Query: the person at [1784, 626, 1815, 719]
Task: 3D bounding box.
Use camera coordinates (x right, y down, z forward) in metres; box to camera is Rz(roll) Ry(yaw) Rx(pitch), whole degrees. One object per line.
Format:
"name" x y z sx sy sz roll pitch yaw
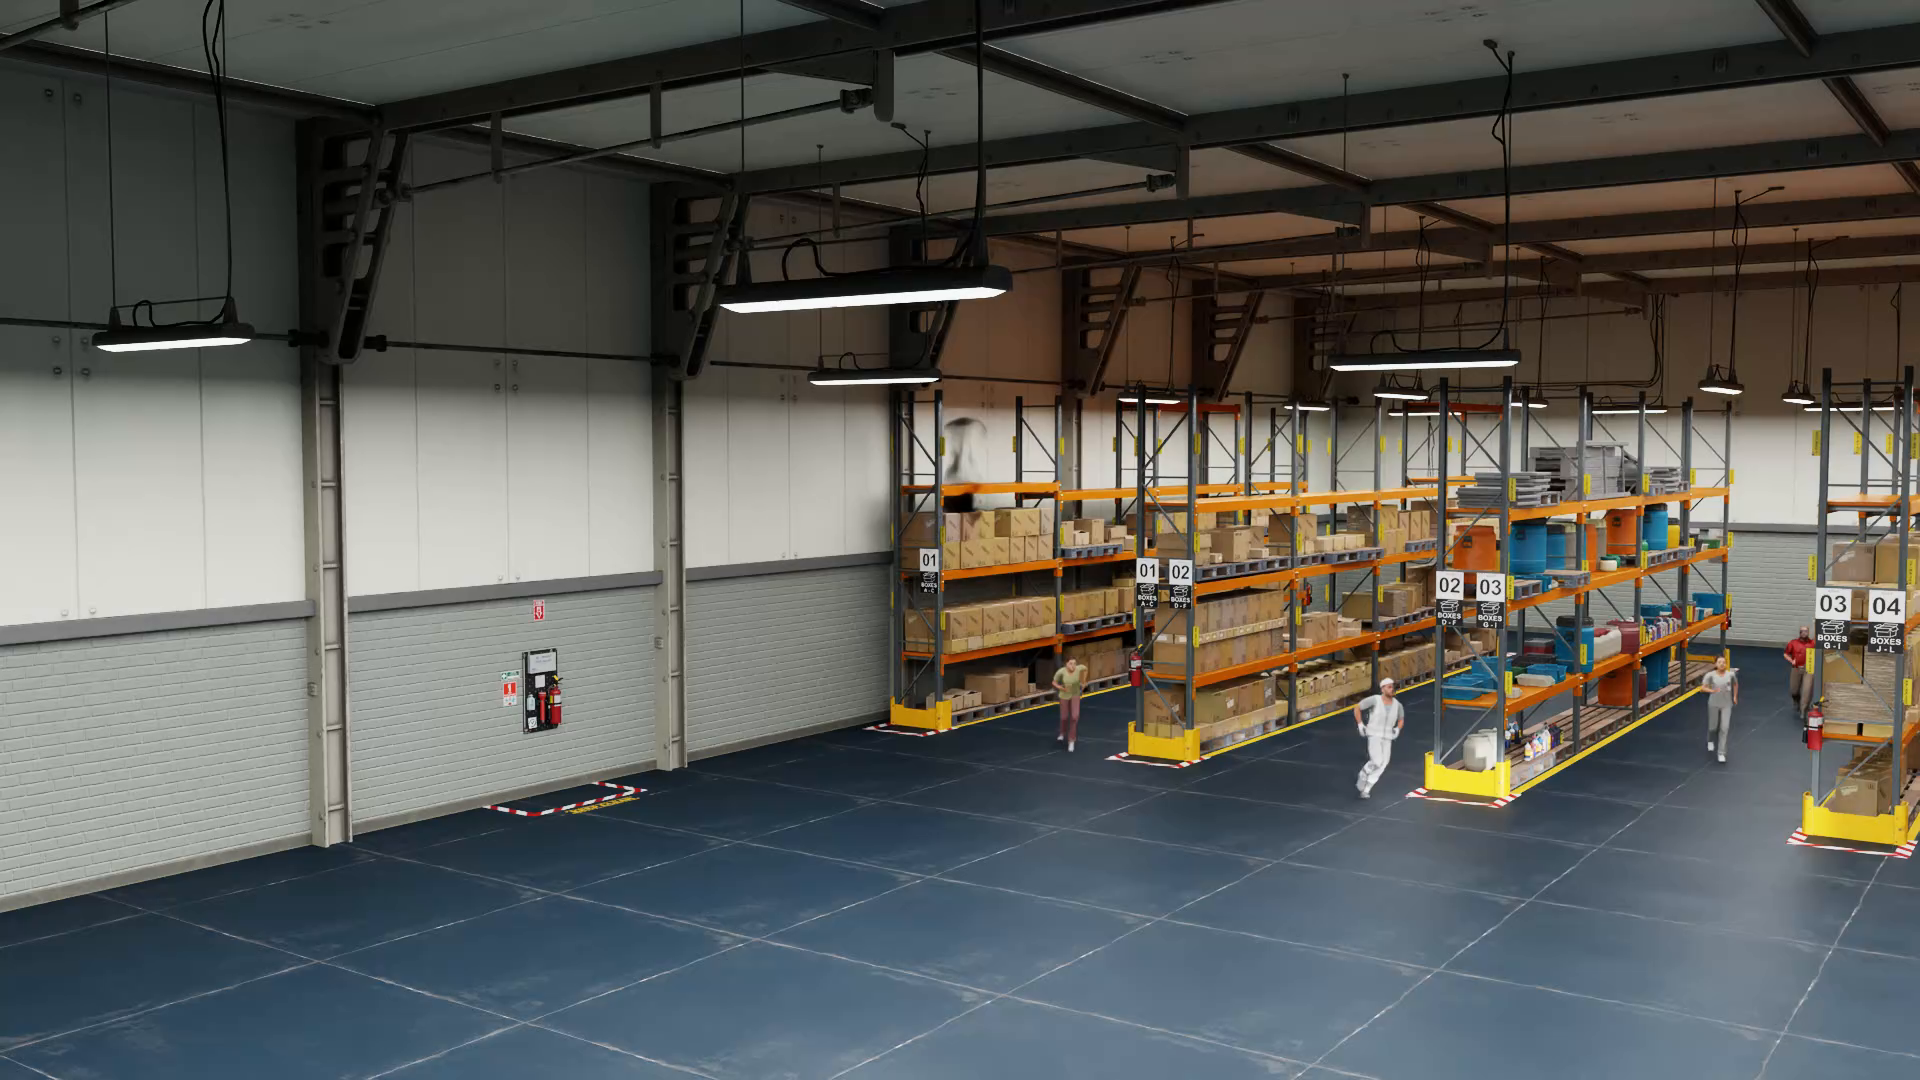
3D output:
"person" 15.572 2.430 30.687 0.674 1.682 0.782 2 4 30

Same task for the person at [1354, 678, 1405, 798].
"person" 6.000 2.813 23.578 0.678 1.715 0.542 -1 3 -12

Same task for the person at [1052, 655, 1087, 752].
"person" 1.805 2.676 27.703 0.618 1.625 0.947 0 3 -7

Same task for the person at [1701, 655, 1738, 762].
"person" 12.131 2.656 26.563 0.582 1.655 0.904 1 3 16
